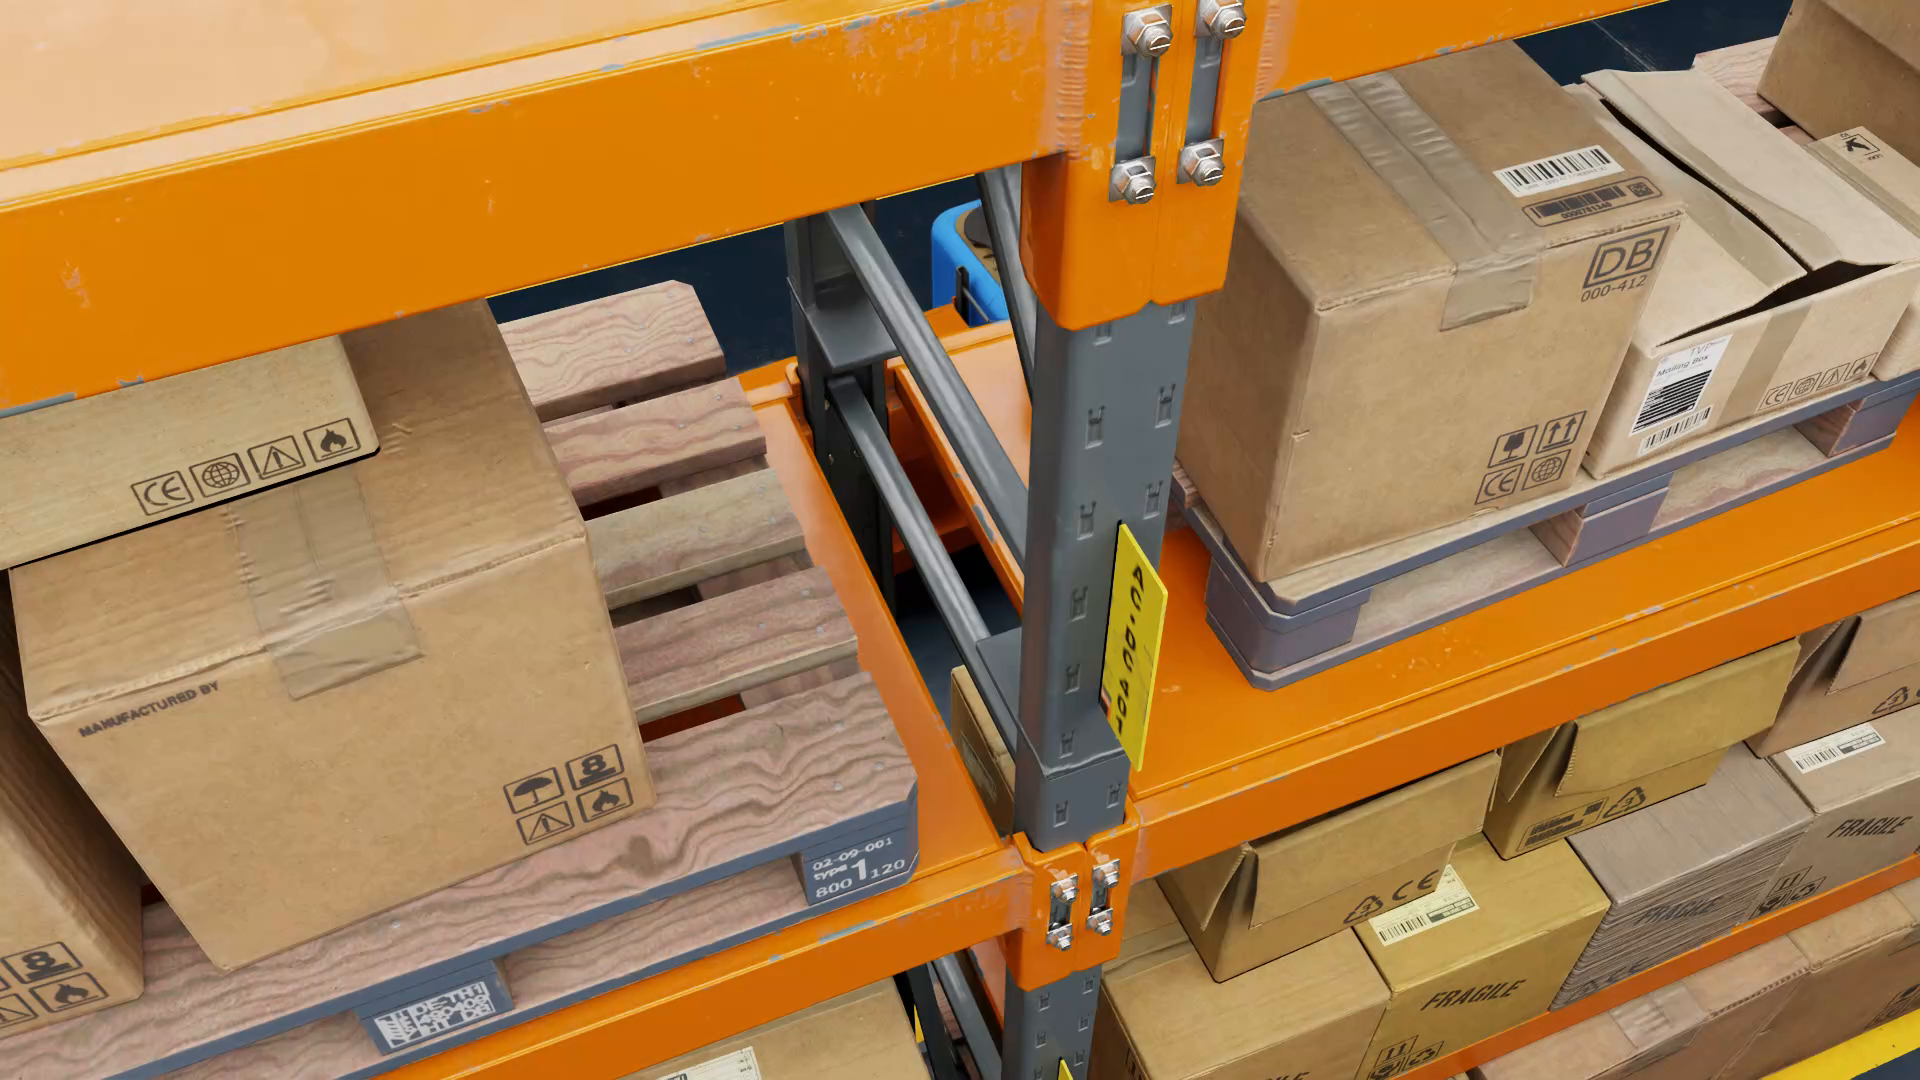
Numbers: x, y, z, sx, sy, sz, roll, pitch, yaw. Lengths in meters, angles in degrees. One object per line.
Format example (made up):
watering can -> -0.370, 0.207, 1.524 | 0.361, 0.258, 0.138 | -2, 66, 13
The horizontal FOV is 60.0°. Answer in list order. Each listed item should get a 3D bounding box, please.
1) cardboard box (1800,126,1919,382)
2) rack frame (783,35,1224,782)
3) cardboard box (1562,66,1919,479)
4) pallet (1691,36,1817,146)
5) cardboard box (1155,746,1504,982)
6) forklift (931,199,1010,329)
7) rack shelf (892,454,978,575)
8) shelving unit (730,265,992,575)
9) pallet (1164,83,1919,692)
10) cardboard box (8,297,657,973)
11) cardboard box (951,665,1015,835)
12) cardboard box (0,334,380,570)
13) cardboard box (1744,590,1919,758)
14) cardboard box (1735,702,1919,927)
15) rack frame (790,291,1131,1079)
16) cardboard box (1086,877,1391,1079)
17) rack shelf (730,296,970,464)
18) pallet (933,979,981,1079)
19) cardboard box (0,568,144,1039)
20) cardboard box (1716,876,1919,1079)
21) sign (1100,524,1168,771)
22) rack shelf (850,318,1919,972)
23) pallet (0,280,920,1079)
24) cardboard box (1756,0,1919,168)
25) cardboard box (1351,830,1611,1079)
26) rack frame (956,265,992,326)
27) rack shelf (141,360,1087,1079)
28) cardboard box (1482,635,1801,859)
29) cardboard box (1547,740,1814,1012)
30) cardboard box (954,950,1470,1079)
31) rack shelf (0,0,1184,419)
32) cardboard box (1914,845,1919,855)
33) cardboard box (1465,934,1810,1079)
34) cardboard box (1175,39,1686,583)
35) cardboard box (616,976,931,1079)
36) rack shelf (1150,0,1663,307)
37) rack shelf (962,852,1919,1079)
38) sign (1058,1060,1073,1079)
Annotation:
cardboard box -> 1.409, -0.449, 2.570 | 0.250, 0.149, 0.380 | -19, 52, -16
rack frame -> -0.026, -1.049, 1.219 | 0.127, 3.000, 1.000 | -17, 52, -14
cardboard box -> 1.023, -0.431, 2.448 | 0.500, 0.311, 0.500 | -19, 52, -15
pallet -> 2.066, -0.613, 2.946 | 1.213, 0.211, 1.003 | -15, 51, -13
cardboard box -> 0.562, 0.357, 3.239 | 0.637, 0.503, 0.797 | -18, 52, -15
forklift -> 1.437, -1.576, 5.671 | 3.031, 2.935, 1.130 | -21, 53, -17
rack shelf -> -0.343, -0.046, 5.870 | 1.000, 0.278, 0.538 | -21, 53, -17
shelving unit -> -0.343, -0.205, 5.685 | 1.048, 1.125, 0.538 | -21, 53, -17
pallet -> 0.804, -0.307, 2.686 | 1.217, 0.209, 0.805 | -19, 52, -16
cardboard box -> -0.728, -0.007, 1.893 | 0.500, 0.500, 0.700 | -20, 52, -16
cardboard box -> 0.303, 0.547, 3.737 | 0.500, 0.500, 0.500 | -17, 51, -14
cardboard box -> -0.900, -0.253, 1.610 | 0.500, 0.250, 0.500 | -20, 52, -17
cardboard box -> 1.771, -0.021, 3.564 | 0.637, 0.503, 0.797 | -16, 51, -13
cardboard box -> 1.899, 0.476, 3.798 | 0.500, 0.500, 0.500 | -16, 51, -14
rack frame -> -0.026, 0.905, 3.495 | 0.127, 3.000, 1.000 | -17, 52, -14
cardboard box -> 0.494, 0.916, 3.420 | 0.500, 0.500, 0.500 | -17, 51, -14
rack shelf -> -0.343, -0.396, 5.463 | 1.000, 0.278, 0.538 | -21, 53, -17
pallet -> 0.659, 1.540, 4.789 | 1.213, 0.211, 1.003 | -17, 52, -14
cardboard box -> -1.228, 0.144, 1.763 | 0.500, 0.500, 0.700 | -15, 51, -12
cardboard box -> 2.202, 0.747, 4.755 | 0.875, 0.875, 1.225 | -17, 51, -14
sign -> 0.185, 0.123, 1.797 | 0.005, 0.325, 0.100 | -17, 52, -14
rack shelf -> 1.825, -0.411, 3.123 | 4.000, 0.370, 1.077 | -17, 52, -14
pallet -> -0.788, 0.184, 2.196 | 1.213, 0.211, 1.003 | -17, 52, -14
cardboard box -> 1.793, -0.789, 2.628 | 0.637, 0.503, 0.797 | -18, 52, -15
cardboard box -> 0.959, 0.772, 3.544 | 0.500, 0.500, 0.500 | -17, 51, -14
rack frame -> 0.111, -0.379, 5.834 | 0.032, 1.125, 0.500 | -21, 53, -17
rack shelf -> -1.878, 0.736, 2.138 | 4.000, 0.370, 1.077 | -17, 52, -14
cardboard box -> 1.202, 0.168, 3.401 | 0.637, 0.503, 0.797 | -17, 51, -14
cardboard box -> 1.422, 0.628, 3.667 | 0.500, 0.500, 0.500 | -18, 52, -15
cardboard box -> 0.558, 1.263, 4.312 | 0.875, 0.875, 1.225 | -17, 51, -14
rack shelf -> -1.878, -0.111, 1.151 | 4.000, 0.370, 1.077 | -17, 52, -14
cardboard box -> 2.370, 0.331, 3.923 | 0.500, 0.500, 0.500 | -19, 52, -15
cardboard box -> 1.385, 1.006, 4.532 | 0.875, 0.875, 1.225 | -19, 52, -15
cardboard box -> 0.507, -0.415, 2.309 | 0.500, 0.500, 0.700 | -16, 51, -13
cardboard box -> -0.351, 0.933, 2.880 | 0.500, 0.500, 0.500 | -16, 51, -13
rack shelf -> 1.825, -1.258, 2.137 | 4.000, 0.370, 1.077 | -17, 52, -14
rack shelf -> 1.825, 0.566, 4.261 | 4.000, 0.370, 1.077 | -17, 52, -14
sign -> 0.185, 0.987, 2.802 | 0.005, 0.325, 0.100 | -17, 52, -14
